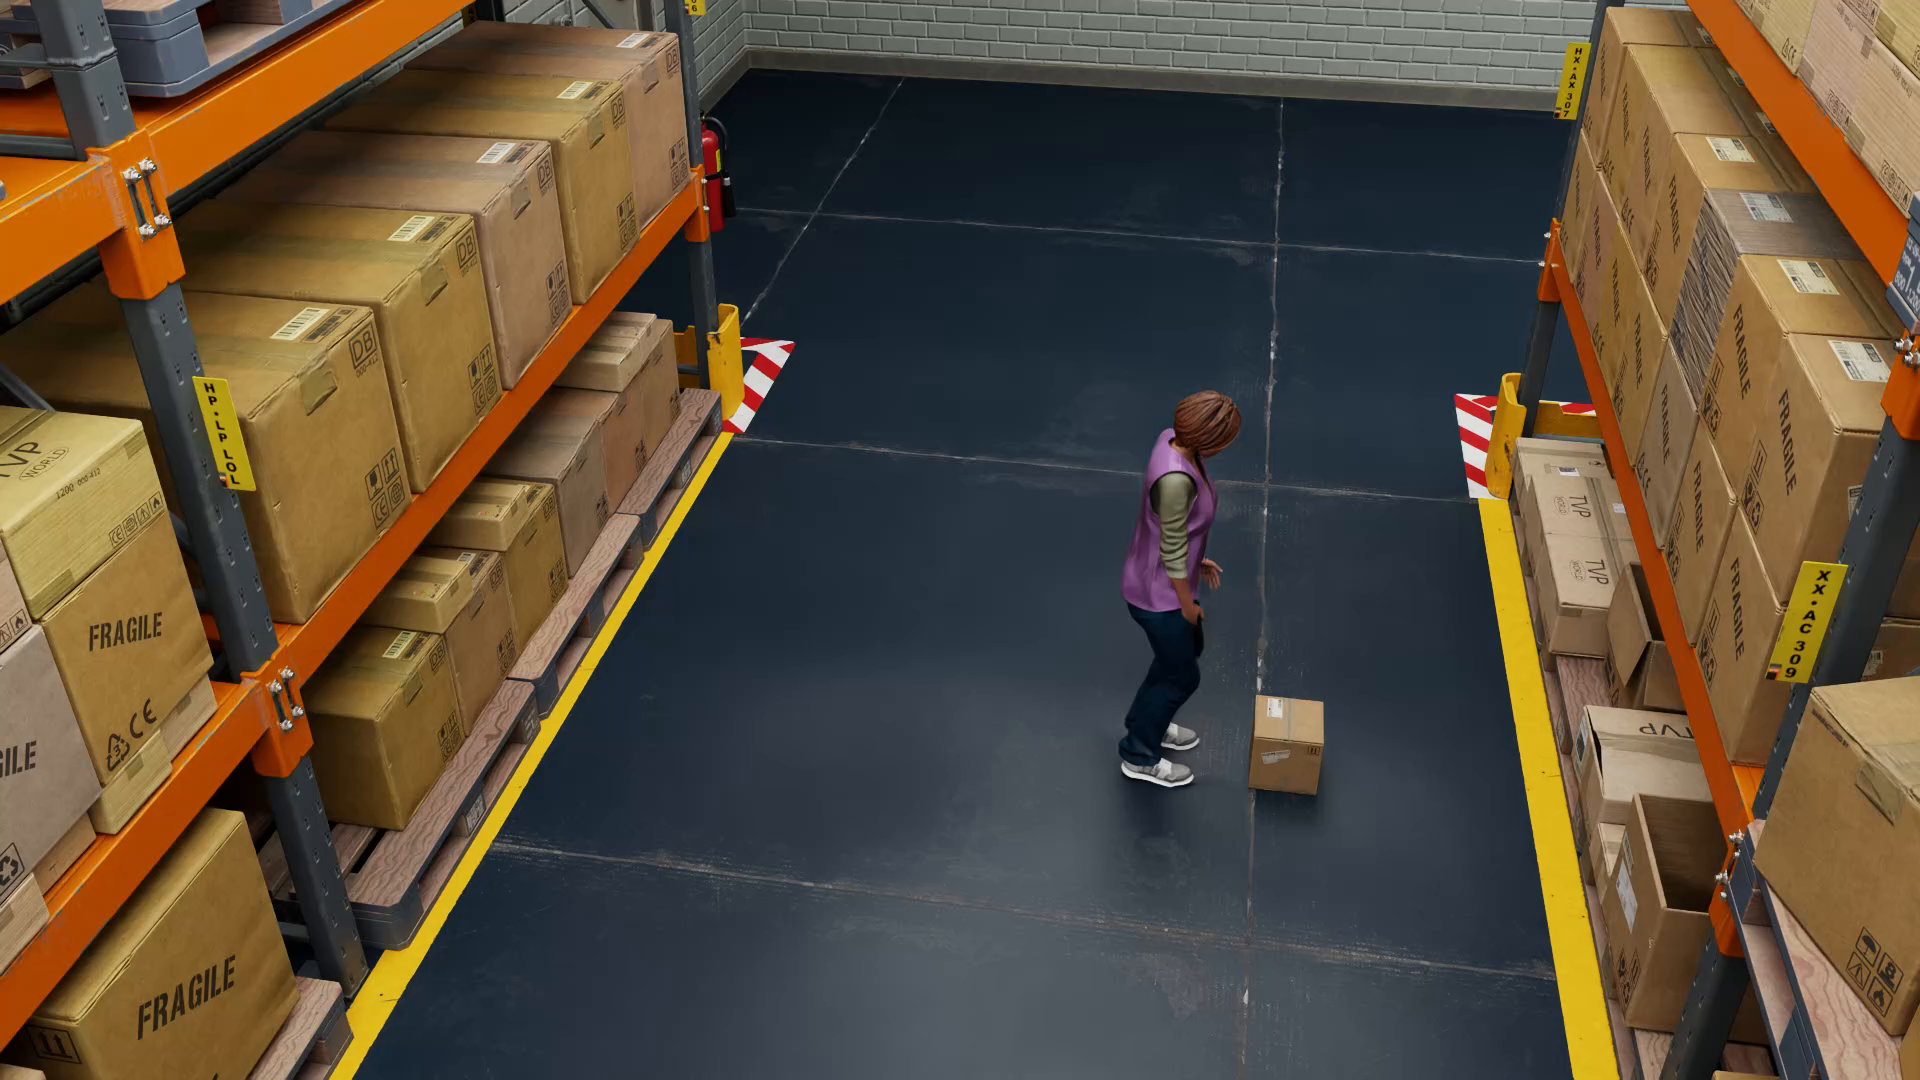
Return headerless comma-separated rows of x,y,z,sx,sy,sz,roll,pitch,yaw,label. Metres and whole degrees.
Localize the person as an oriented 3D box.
0.757,0.163,5.933,0.368,1.567,0.423,6,33,9,person
